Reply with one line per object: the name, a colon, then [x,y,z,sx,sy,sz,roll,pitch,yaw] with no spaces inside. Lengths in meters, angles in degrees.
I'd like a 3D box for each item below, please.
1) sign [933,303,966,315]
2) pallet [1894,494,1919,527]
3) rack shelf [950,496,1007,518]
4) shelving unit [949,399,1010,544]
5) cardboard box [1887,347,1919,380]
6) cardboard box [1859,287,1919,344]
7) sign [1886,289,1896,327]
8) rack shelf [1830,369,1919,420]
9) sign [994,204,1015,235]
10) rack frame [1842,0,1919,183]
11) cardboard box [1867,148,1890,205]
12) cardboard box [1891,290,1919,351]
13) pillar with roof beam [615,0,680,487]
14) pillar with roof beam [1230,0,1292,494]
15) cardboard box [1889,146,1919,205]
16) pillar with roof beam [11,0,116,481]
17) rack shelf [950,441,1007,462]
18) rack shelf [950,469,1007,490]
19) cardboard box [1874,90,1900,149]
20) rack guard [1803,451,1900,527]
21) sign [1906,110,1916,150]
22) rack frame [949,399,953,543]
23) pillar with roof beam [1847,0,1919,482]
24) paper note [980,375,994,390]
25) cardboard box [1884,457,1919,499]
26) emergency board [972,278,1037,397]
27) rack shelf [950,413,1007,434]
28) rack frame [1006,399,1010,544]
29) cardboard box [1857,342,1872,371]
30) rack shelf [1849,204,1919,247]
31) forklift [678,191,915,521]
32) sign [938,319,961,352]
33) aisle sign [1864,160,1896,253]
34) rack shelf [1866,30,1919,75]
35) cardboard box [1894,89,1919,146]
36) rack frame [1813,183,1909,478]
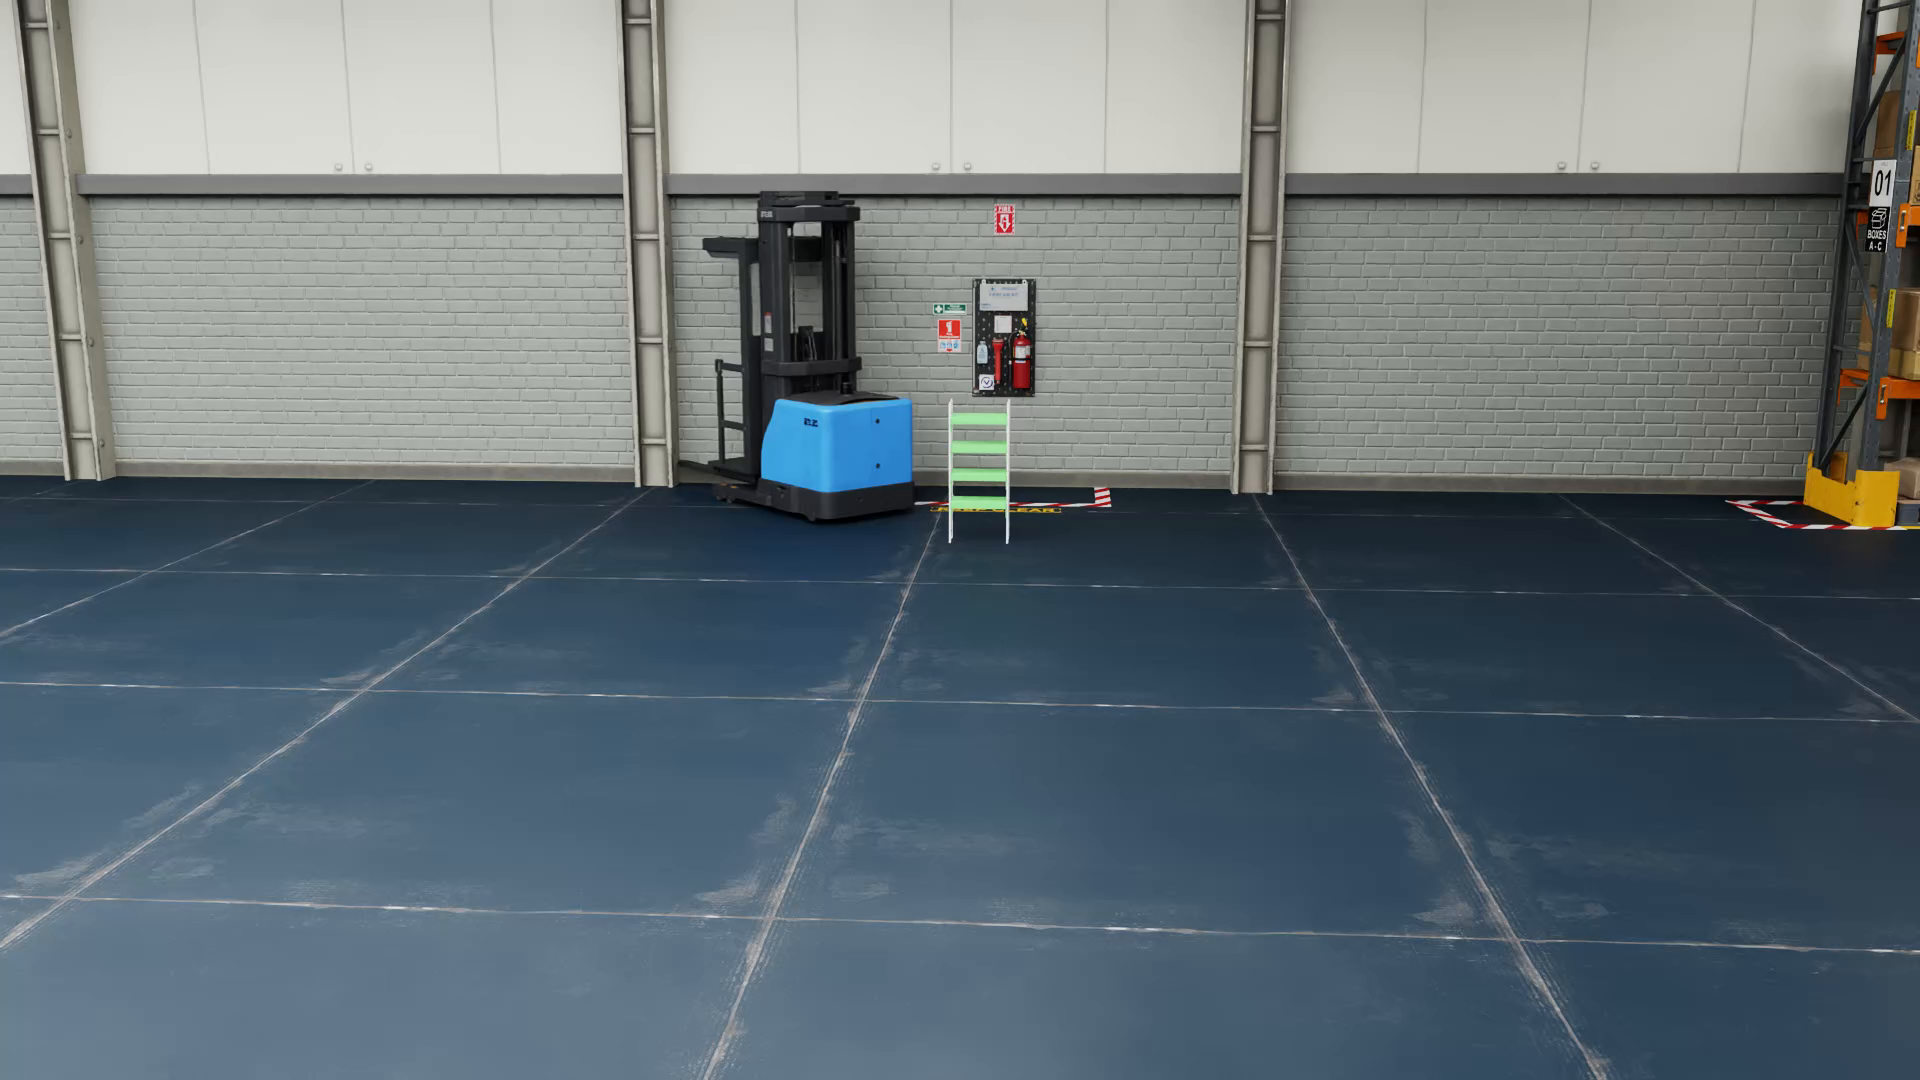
sign: [-0.101,-2.298,16.546,0.331,0.109,0.001,1,12,4]
pallet: [9.017,-0.319,15.279,1.213,0.211,1.003,1,12,4]
rack shelf: [0.165,-0.288,14.197,0.480,0.148,0.258,1,12,4]
shelving unit: [0.165,-0.585,14.134,0.503,1.200,0.258,1,12,4]
cardboard box: [8.599,-1.568,14.757,0.500,0.250,0.500,0,12,2]
cardboard box: [8.617,-2.044,15.199,0.500,0.500,0.500,1,12,3]
sign: [8.097,-2.016,14.467,0.005,0.325,0.100,1,12,4]
rack shelf: [10.128,-1.324,15.029,4.000,0.370,1.077,1,12,4]
sign: [0.438,-3.149,16.337,0.199,0.298,0.001,1,12,4]
rack frame: [8.133,-4.640,14.471,0.127,3.000,1.000,1,12,4]
cardboard box: [8.566,-3.276,14.986,0.500,0.500,0.500,2,12,8]
cardboard box: [8.589,-1.939,14.698,0.500,0.500,0.500,1,12,4]
pillar with roof beam: [-3.372,-4.092,11.851,0.400,9.000,9.100,1,12,4]
pillar with roof beam: [2.615,-4.010,11.459,0.400,9.000,9.100,1,12,4]
cardboard box: [8.450,-3.175,14.500,0.500,0.500,0.500,1,12,5]
pillar with roof beam: [-9.358,-4.174,12.243,0.400,9.000,9.100,1,12,4]
rack shelf: [0.165,-0.757,14.098,0.480,0.148,0.258,1,12,4]
rack shelf: [0.165,-0.522,14.147,0.480,0.148,0.258,1,12,4]
cardboard box: [8.581,-3.767,14.891,0.500,0.500,0.500,1,12,6]
rack guard: [8.209,-0.479,15.337,0.348,0.500,1.175,1,12,4]
sign: [8.097,-3.489,14.159,0.005,0.325,0.100,1,12,4]
rack frame: [-0.078,-0.588,14.150,0.015,1.200,0.240,1,12,4]
pillar with roof beam: [8.602,-3.928,11.066,0.400,9.000,9.100,1,12,4]
paper note: [0.267,-1.580,16.645,0.142,0.148,0.016,1,12,4]
cardboard box: [8.817,-0.575,15.183,0.500,0.311,0.500,-1,12,-3]
emergency board: [0.439,-1.994,16.476,0.643,1.169,0.194,1,12,4]
rack shelf: [0.165,-0.992,14.049,0.480,0.148,0.258,1,12,4]
rack frame: [0.409,-0.582,14.118,0.015,1.200,0.240,1,12,4]
cardboard box: [8.612,-1.673,15.258,0.500,0.250,0.500,1,12,5]
rack shelf: [10.128,-2.792,14.721,4.000,0.370,1.077,1,12,4]
forklift: [-1.745,-1.847,15.938,1.130,2.935,3.031,-10,15,-38]
sign: [-0.105,-2.040,16.609,0.234,0.329,0.001,1,12,4]
aisle sign: [8.041,-2.916,14.531,0.004,0.787,0.394,1,12,4]
rack shelf: [10.128,-4.259,14.415,4.000,0.370,1.077,1,12,4]
cardboard box: [8.501,-3.665,14.402,0.500,0.500,0.500,0,12,0]
rack frame: [8.133,-1.704,15.086,0.127,3.000,1.000,1,12,4]
